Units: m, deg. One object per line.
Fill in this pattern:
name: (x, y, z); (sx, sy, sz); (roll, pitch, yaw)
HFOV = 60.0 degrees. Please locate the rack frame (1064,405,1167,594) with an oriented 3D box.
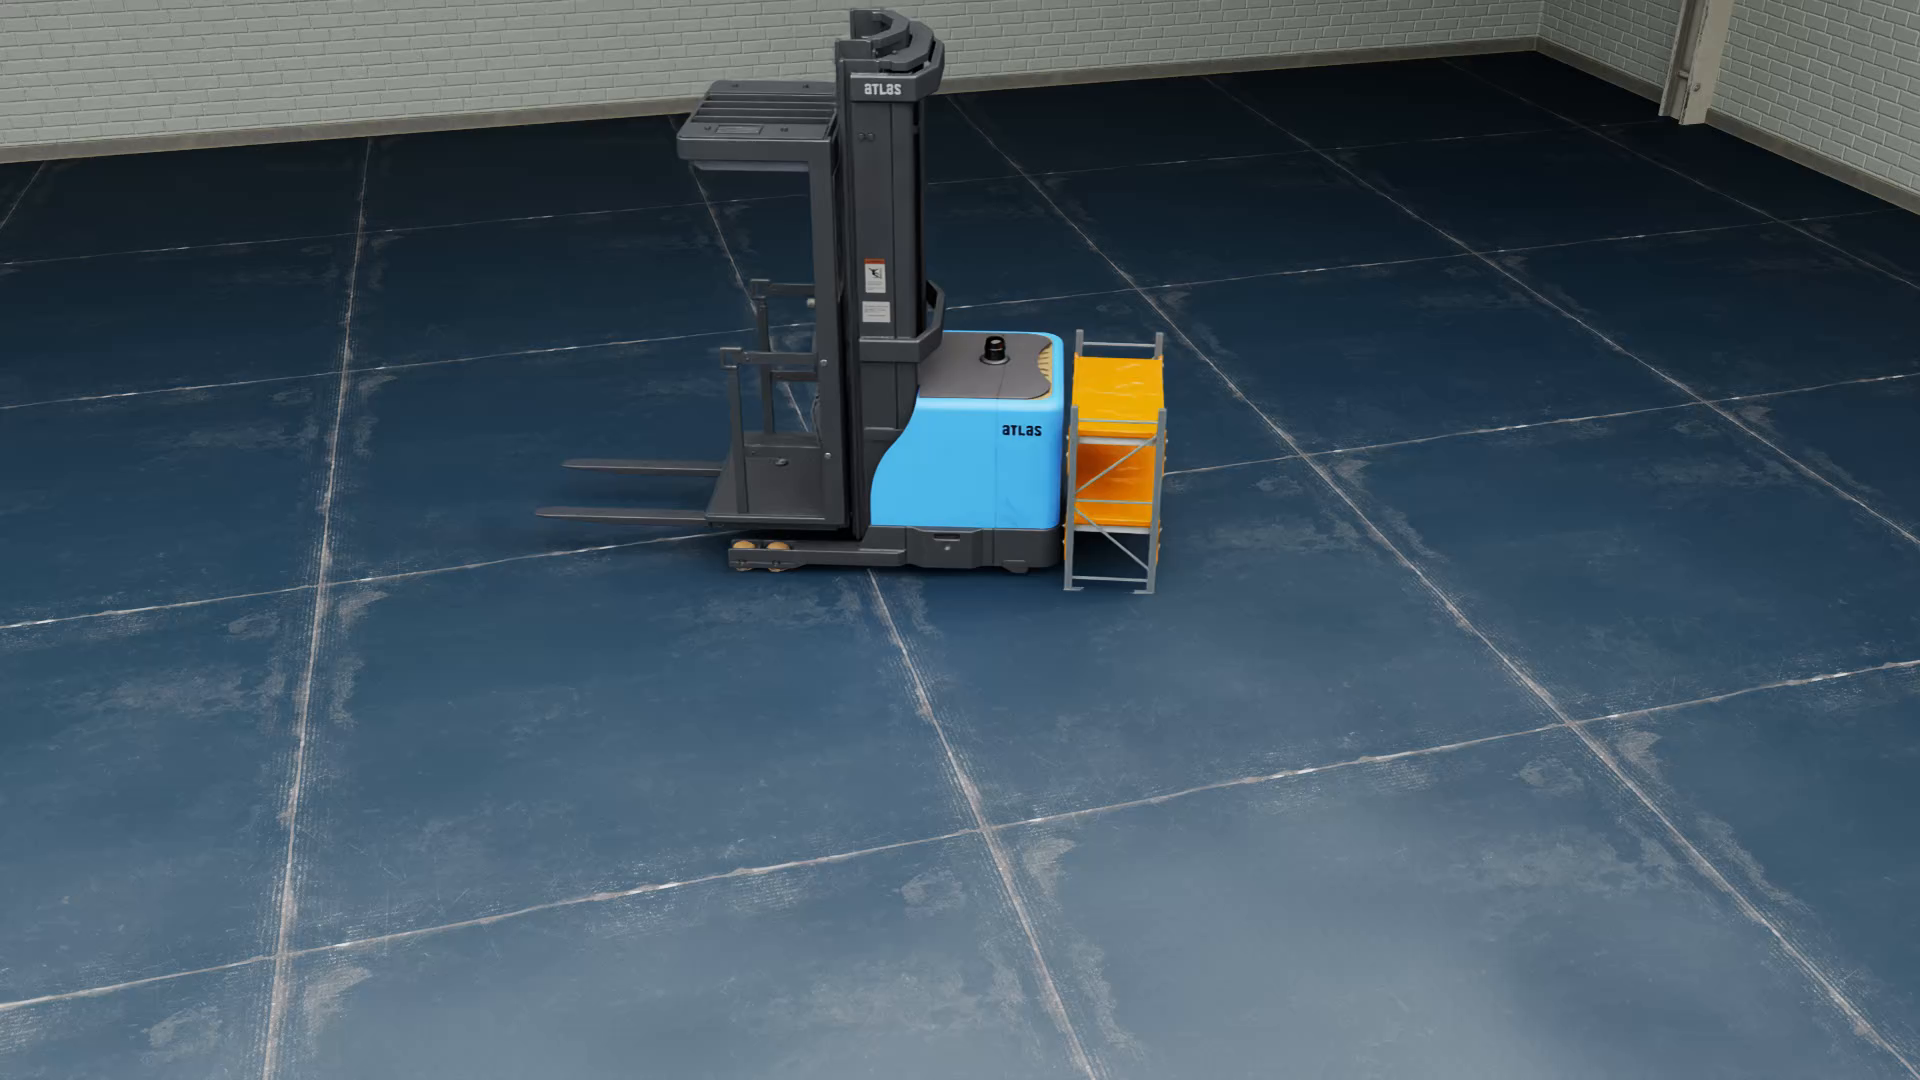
rack frame: (0.829, -0.203, 8.978); (0.500, 1.125, 0.032); (3, 30, 4)

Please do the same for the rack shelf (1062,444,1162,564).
rack shelf: (0.874, -0.245, 9.539); (0.538, 0.278, 1.000); (3, 30, 4)

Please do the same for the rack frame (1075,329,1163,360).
rack frame: (0.919, -0.711, 9.855); (0.500, 1.125, 0.032); (3, 30, 4)

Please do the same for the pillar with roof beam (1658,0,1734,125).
pillar with roof beam: (3.383, -7.718, 14.101); (9.100, 9.000, 0.400); (-8, 31, -13)

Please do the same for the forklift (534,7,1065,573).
forklift: (-0.921, -1.351, 9.157); (3.031, 2.935, 1.130); (1, 30, 3)

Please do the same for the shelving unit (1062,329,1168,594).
shelving unit: (0.874, -0.457, 9.417); (0.538, 1.125, 1.048); (3, 30, 4)

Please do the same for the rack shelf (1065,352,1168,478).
rack shelf: (0.874, -0.710, 9.270); (0.538, 0.278, 1.000); (3, 30, 4)
